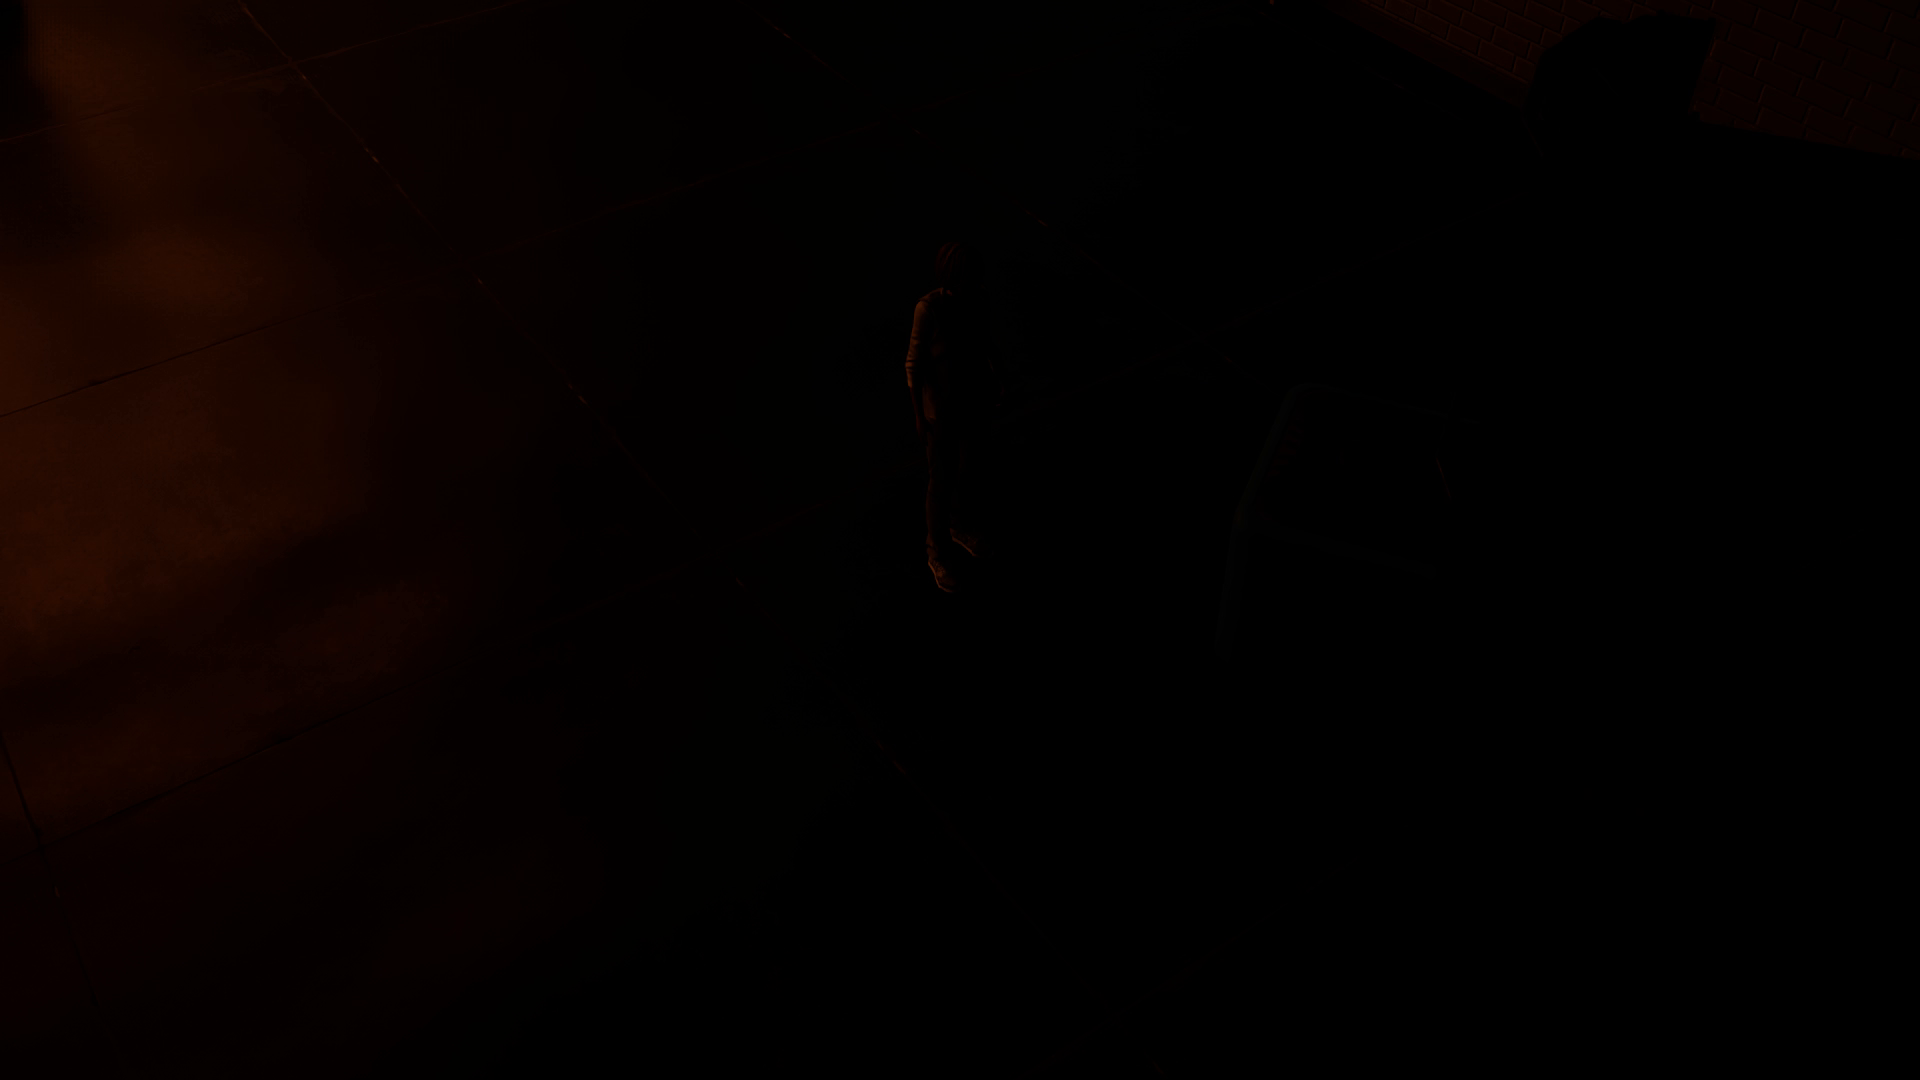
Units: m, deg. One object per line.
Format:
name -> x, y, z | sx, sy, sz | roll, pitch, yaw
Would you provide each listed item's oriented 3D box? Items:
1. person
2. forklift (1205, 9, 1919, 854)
person -> 0.030, -0.546, 7.281 | 0.519, 1.598, 0.474 | -25, 48, -25
forklift -> 2.612, -0.291, 6.031 | 3.031, 2.935, 1.130 | 16, 45, 16
